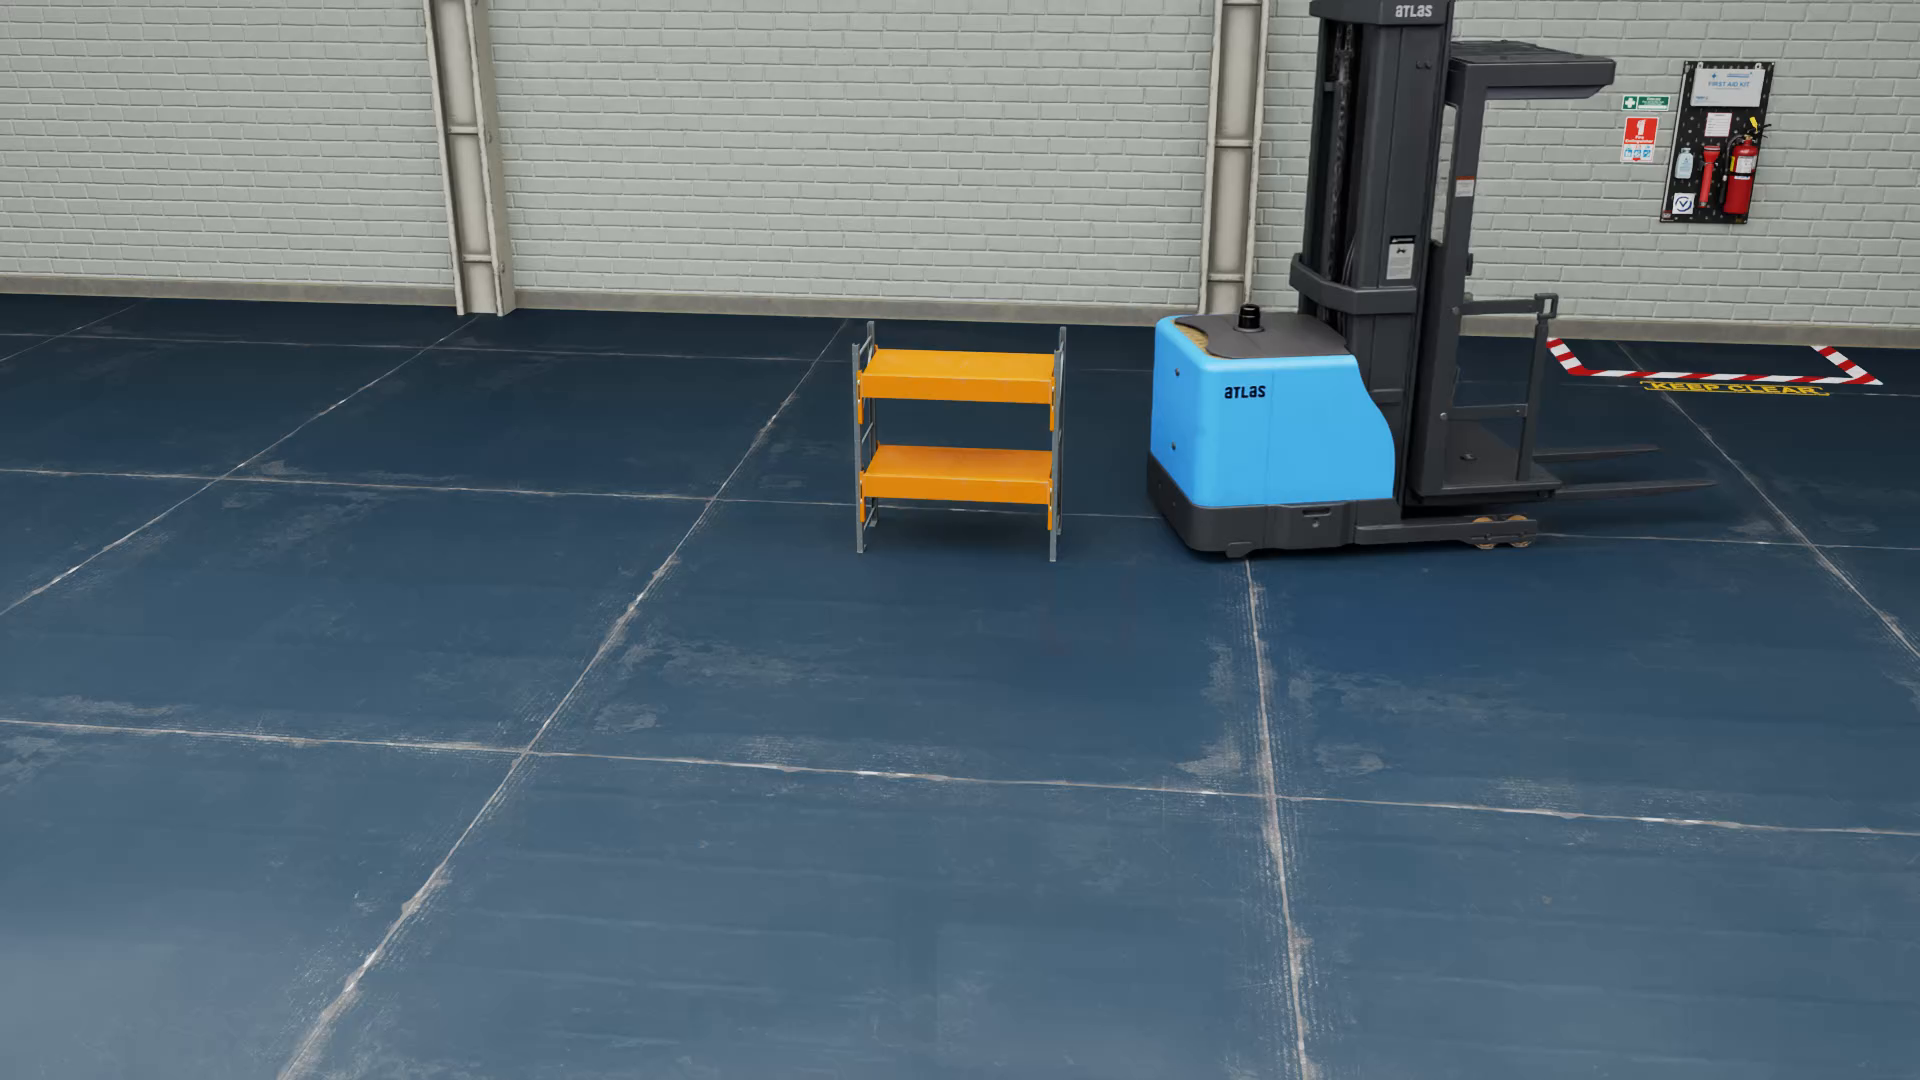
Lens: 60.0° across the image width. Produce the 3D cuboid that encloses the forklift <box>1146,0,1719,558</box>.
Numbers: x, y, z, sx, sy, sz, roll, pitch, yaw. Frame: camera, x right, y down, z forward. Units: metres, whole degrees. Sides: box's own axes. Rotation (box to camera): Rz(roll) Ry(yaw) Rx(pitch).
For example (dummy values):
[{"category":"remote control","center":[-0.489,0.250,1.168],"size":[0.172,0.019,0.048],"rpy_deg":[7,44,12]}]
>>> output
[{"category":"forklift","center":[2.620,-1.503,8.755],"size":[3.031,2.935,1.130],"rpy_deg":[-3,22,-8]}]

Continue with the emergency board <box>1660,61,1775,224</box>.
[{"category":"emergency board","center":[5.567,-2.887,12.162],"size":[0.643,1.169,0.194],"rpy_deg":[2,22,6]}]

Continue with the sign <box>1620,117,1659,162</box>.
[{"category":"sign","center":[5.030,-2.965,12.312],"size":[0.234,0.329,0.001],"rpy_deg":[2,22,6]}]

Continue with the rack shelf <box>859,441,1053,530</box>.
[{"category":"rack shelf","center":[0.007,-0.295,8.822],"size":[1.000,0.278,0.538],"rpy_deg":[2,22,6]}]

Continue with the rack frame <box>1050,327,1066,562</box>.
[{"category":"rack frame","center":[0.512,-0.501,8.677],"size":[0.032,1.125,0.500],"rpy_deg":[2,22,6]}]

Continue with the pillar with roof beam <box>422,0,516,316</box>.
[{"category":"pillar with roof beam","center":[-4.406,-4.503,8.091],"size":[0.400,9.000,9.100],"rpy_deg":[2,22,6]}]

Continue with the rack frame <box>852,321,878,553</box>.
[{"category":"rack frame","center":[-0.498,-0.545,8.788],"size":[0.032,1.125,0.500],"rpy_deg":[2,22,6]}]

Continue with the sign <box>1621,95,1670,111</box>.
[{"category":"sign","center":[5.034,-3.208,12.205],"size":[0.331,0.109,0.001],"rpy_deg":[2,22,6]}]

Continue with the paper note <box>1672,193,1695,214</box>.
[{"category":"paper note","center":[5.400,-2.510,12.407],"size":[0.142,0.148,0.016],"rpy_deg":[2,22,6]}]

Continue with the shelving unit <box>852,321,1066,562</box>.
[{"category":"shelving unit","center":[0.007,-0.523,8.732],"size":[1.048,1.125,0.538],"rpy_deg":[2,22,6]}]

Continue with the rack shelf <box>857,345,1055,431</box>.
[{"category":"rack shelf","center":[0.007,-0.795,8.625],"size":[1.000,0.278,0.538],"rpy_deg":[2,22,6]}]

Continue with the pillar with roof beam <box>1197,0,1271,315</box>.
[{"category":"pillar with roof beam","center":[1.552,-4.244,7.435],"size":[0.400,9.000,9.100],"rpy_deg":[2,22,6]}]
